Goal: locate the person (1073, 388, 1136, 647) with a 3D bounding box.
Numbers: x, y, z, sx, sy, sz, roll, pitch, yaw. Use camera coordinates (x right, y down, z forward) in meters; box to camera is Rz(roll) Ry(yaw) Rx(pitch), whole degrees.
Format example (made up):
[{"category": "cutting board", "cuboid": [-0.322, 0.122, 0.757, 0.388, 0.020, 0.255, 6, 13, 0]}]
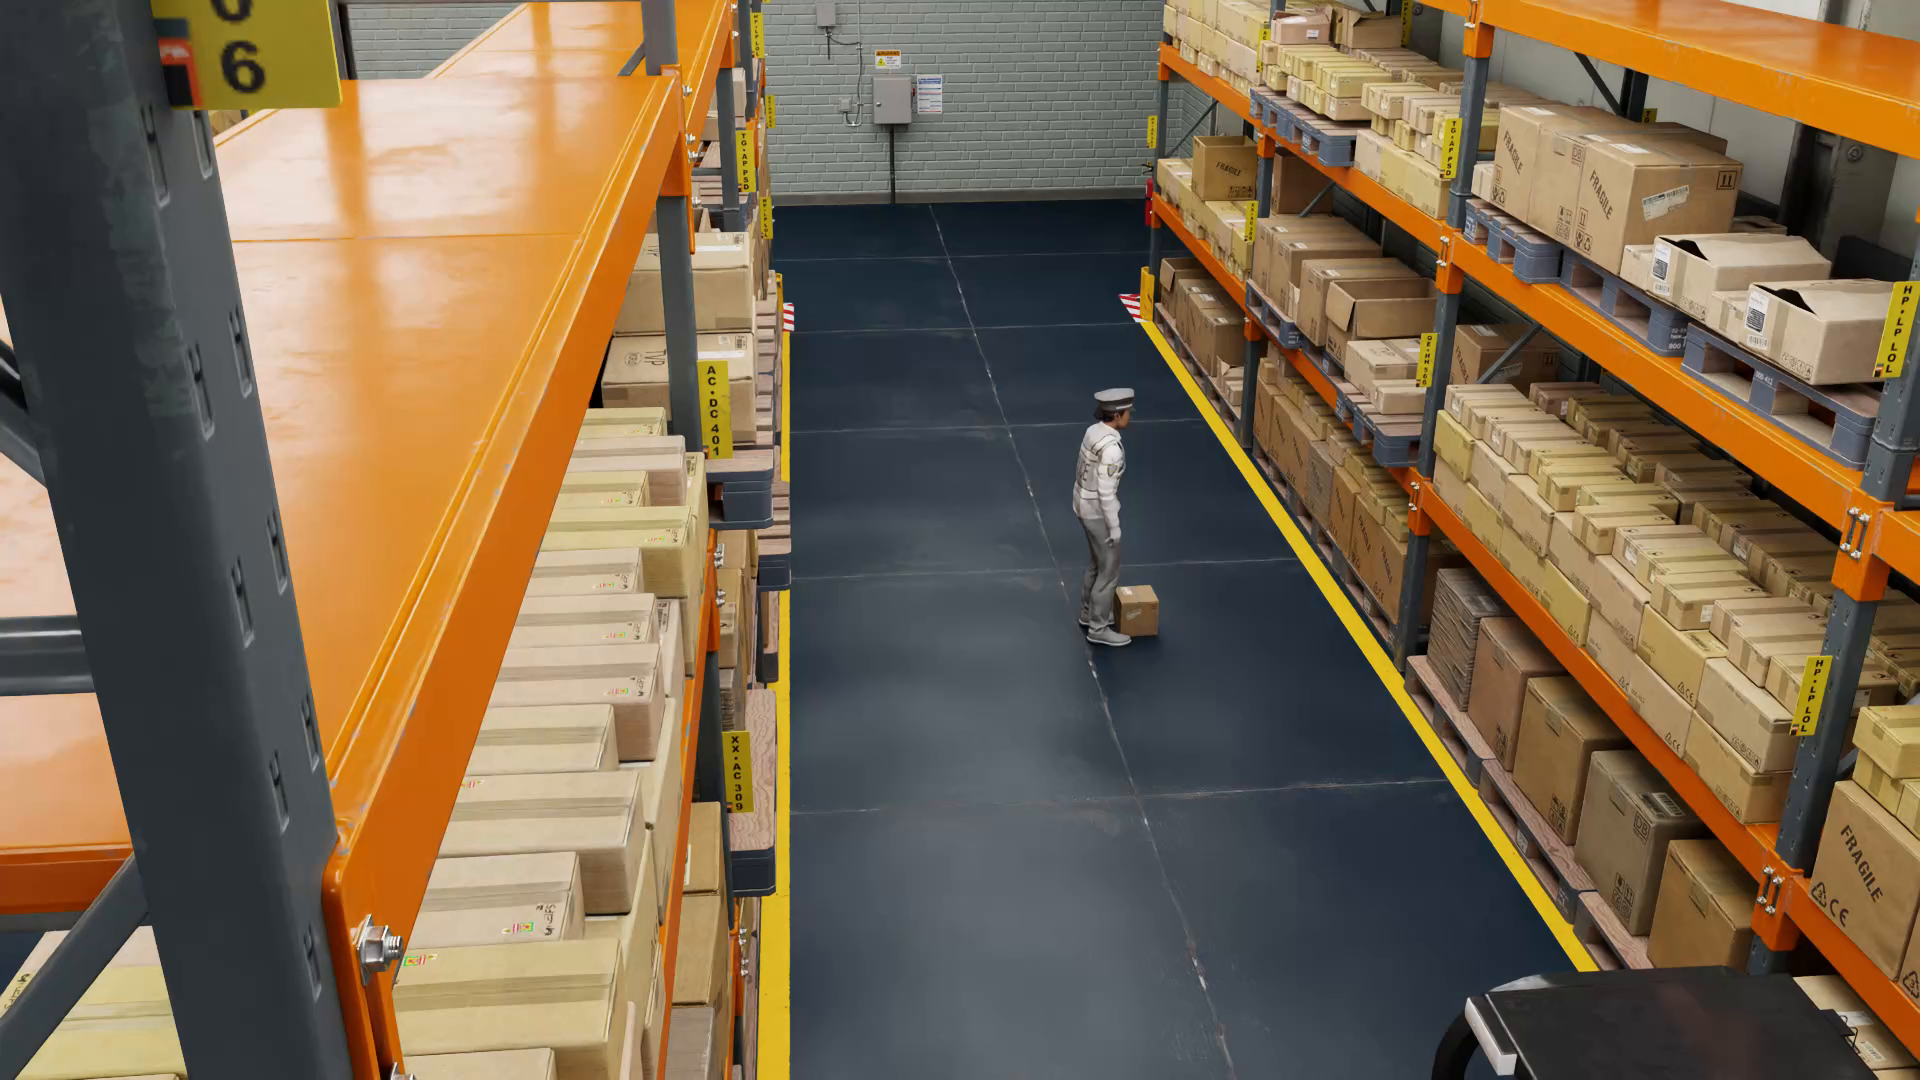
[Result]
[{"category": "person", "cuboid": [0.918, -0.163, 10.672, 0.375, 1.661, 0.527, -3, 24, -7]}]
